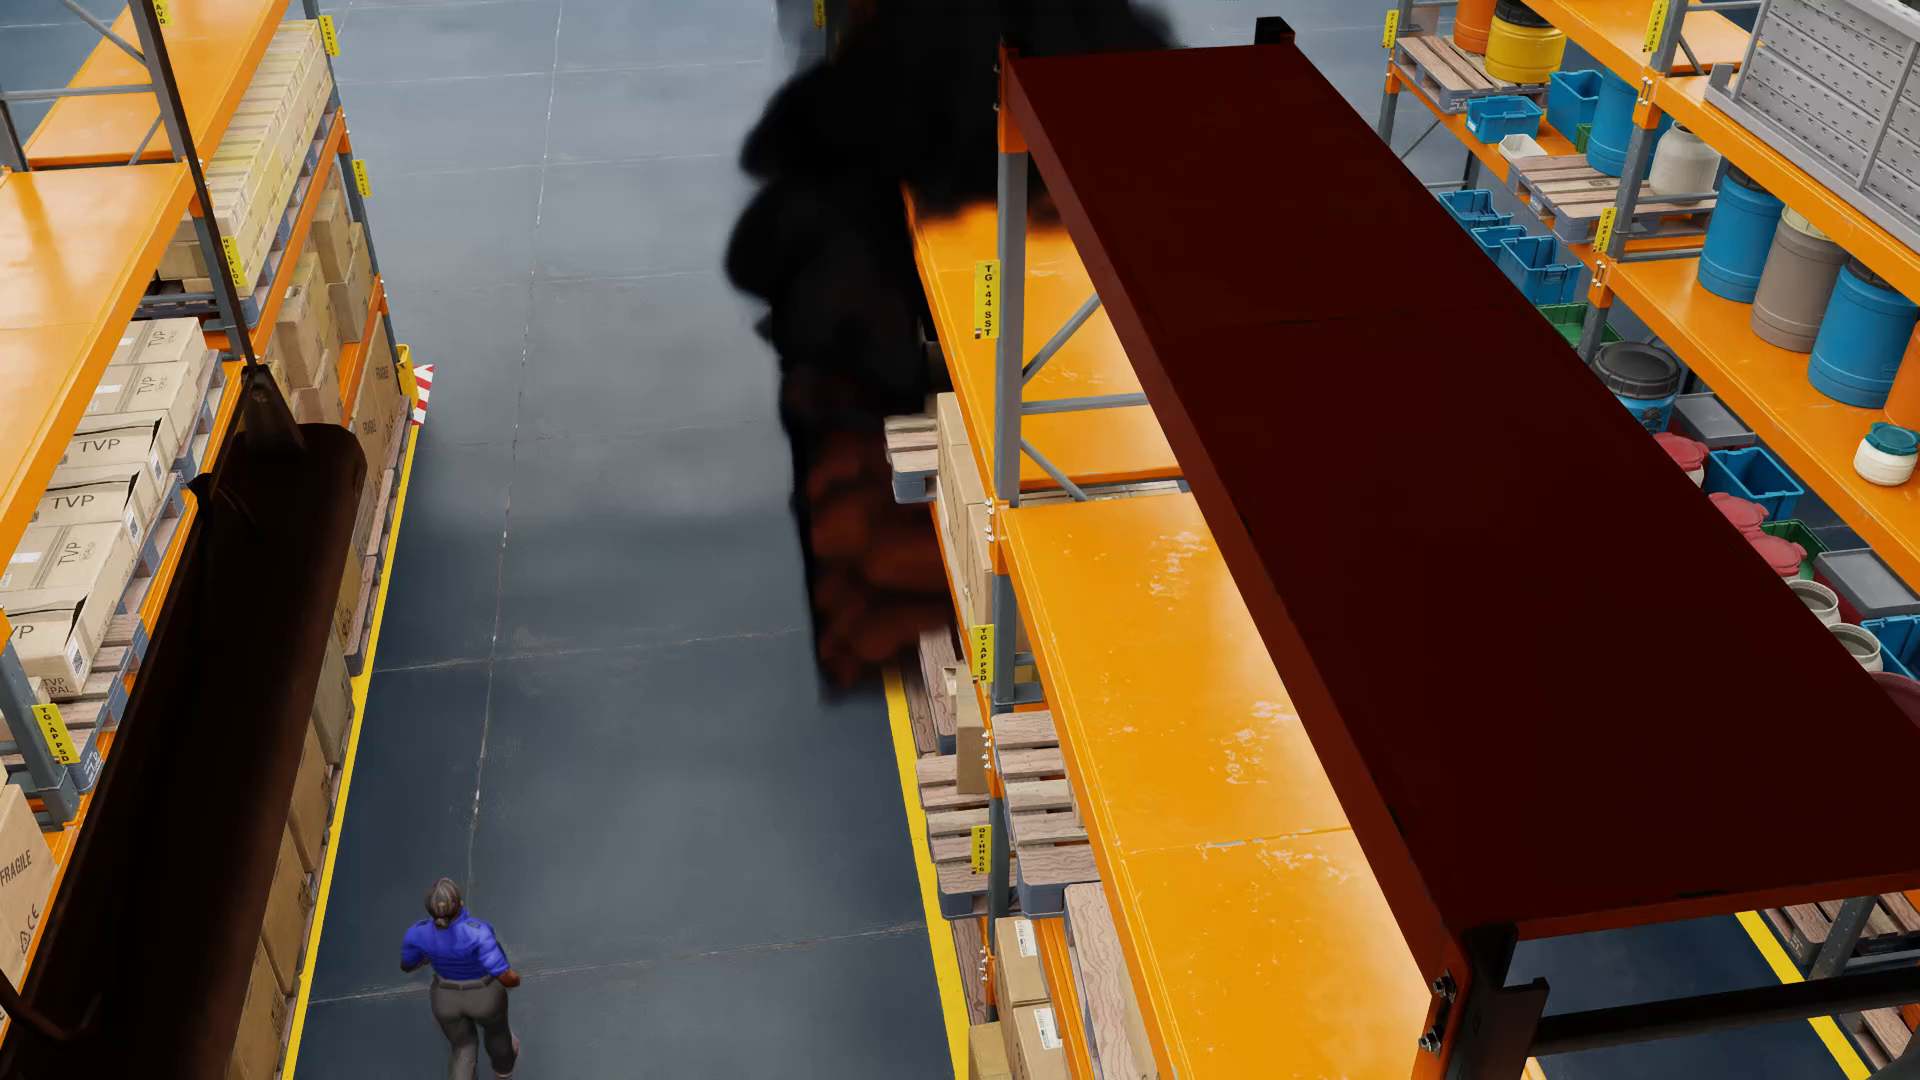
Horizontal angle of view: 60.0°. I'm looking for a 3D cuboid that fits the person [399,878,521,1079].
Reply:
[{"bbox_3d":[-2.478,2.326,8.422,0.599,1.671,0.781,-1,36,-2],"label":"person"}]
